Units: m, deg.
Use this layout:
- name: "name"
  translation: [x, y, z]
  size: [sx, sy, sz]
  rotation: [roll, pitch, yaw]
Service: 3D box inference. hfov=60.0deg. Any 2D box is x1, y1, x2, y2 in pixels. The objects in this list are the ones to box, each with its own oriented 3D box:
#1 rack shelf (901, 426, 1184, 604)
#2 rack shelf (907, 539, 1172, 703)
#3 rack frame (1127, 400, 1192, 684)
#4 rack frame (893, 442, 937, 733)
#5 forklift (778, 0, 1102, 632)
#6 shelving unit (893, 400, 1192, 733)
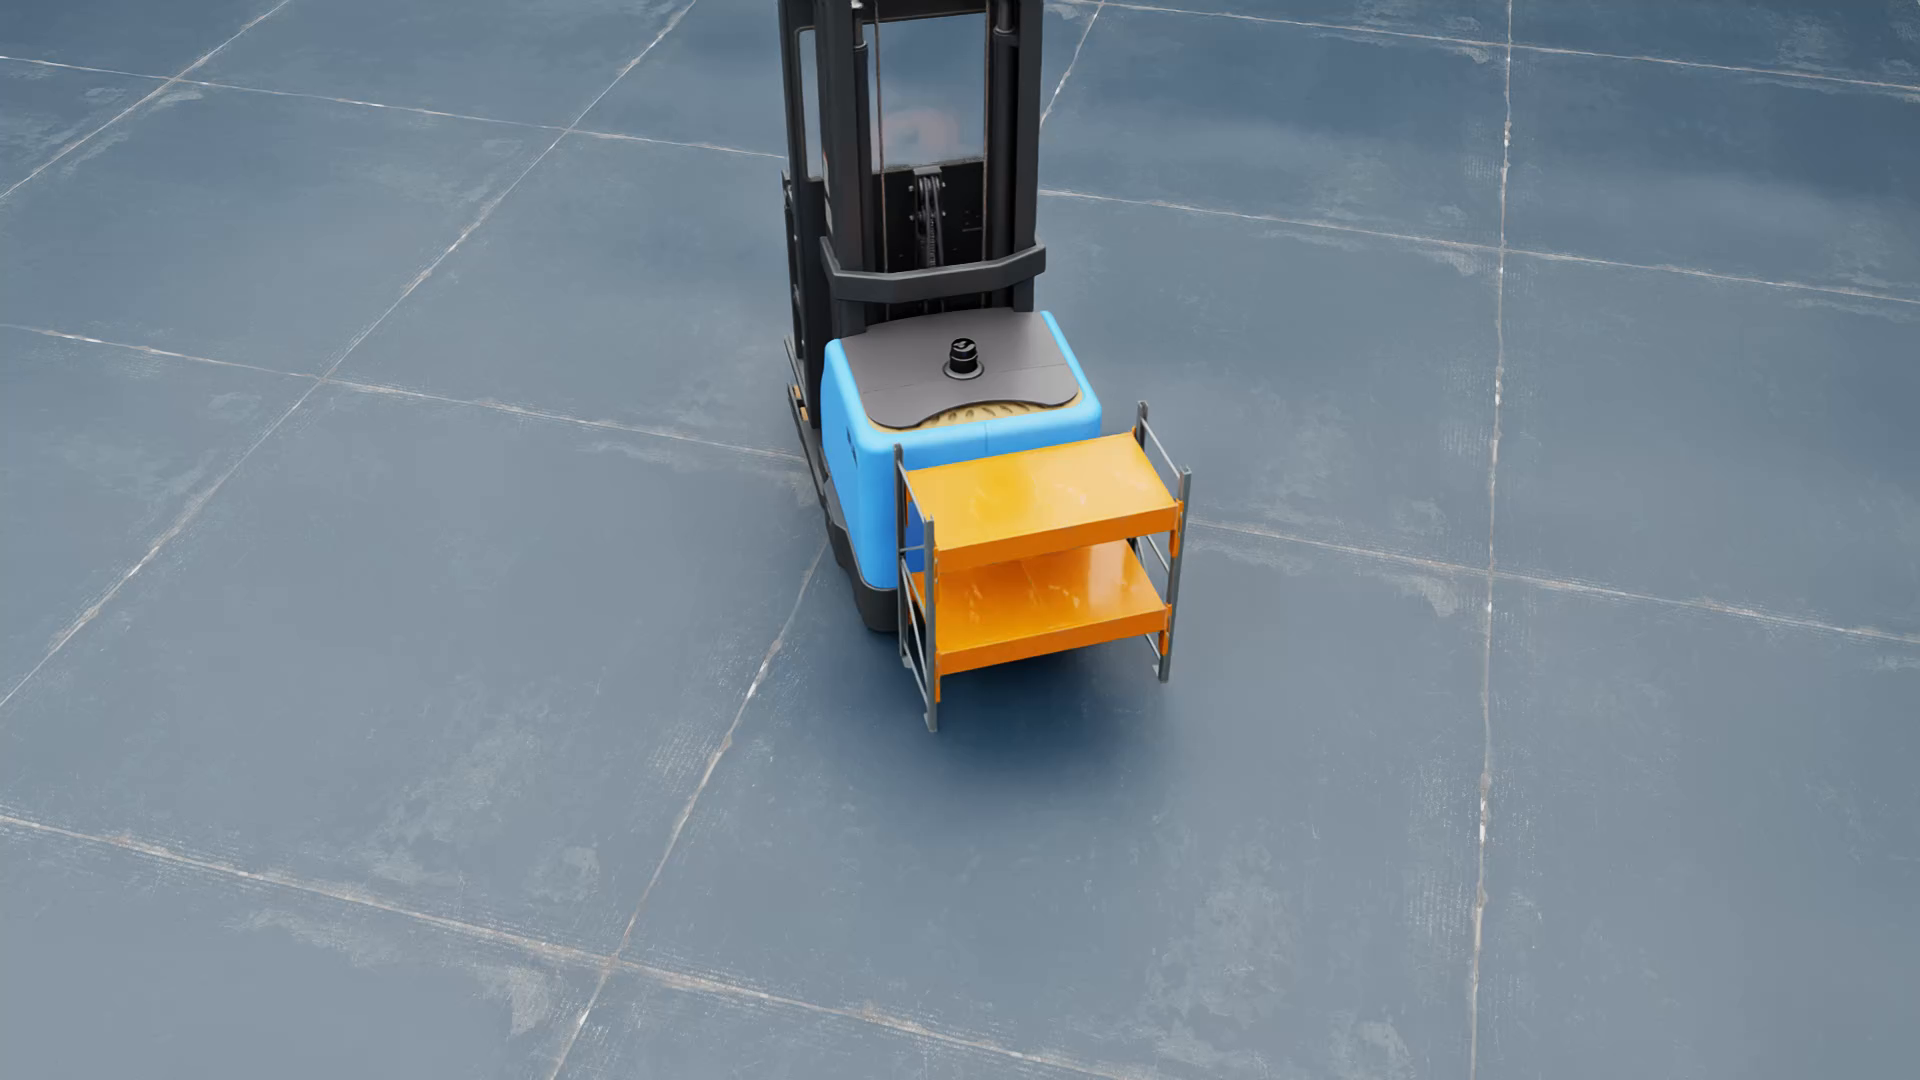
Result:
- name: "rack shelf"
  translation: [0.310, -0.109, 6.574]
  size: [1.000, 0.278, 0.538]
  rotation: [-11, 41, -12]
- name: "rack shelf"
  translation: [0.310, 0.302, 6.920]
  size: [1.000, 0.278, 0.538]
  rotation: [-11, 41, -12]
- name: "rack frame"
  translation: [0.799, 0.024, 6.872]
  size: [0.032, 1.125, 0.500]
  rotation: [-11, 41, -12]
- name: "rack frame"
  translation: [-0.178, 0.207, 6.654]
  size: [0.032, 1.125, 0.500]
  rotation: [-11, 41, -12]
- name: "forklift"
  translation: [-0.256, -1.681, 7.497]
  size: [1.130, 2.935, 3.031]
  rotation: [-9, 41, -11]
- name: "shelving unit"
  translation: [0.310, 0.115, 6.763]
  size: [1.048, 1.125, 0.538]
  rotation: [-11, 41, -12]
